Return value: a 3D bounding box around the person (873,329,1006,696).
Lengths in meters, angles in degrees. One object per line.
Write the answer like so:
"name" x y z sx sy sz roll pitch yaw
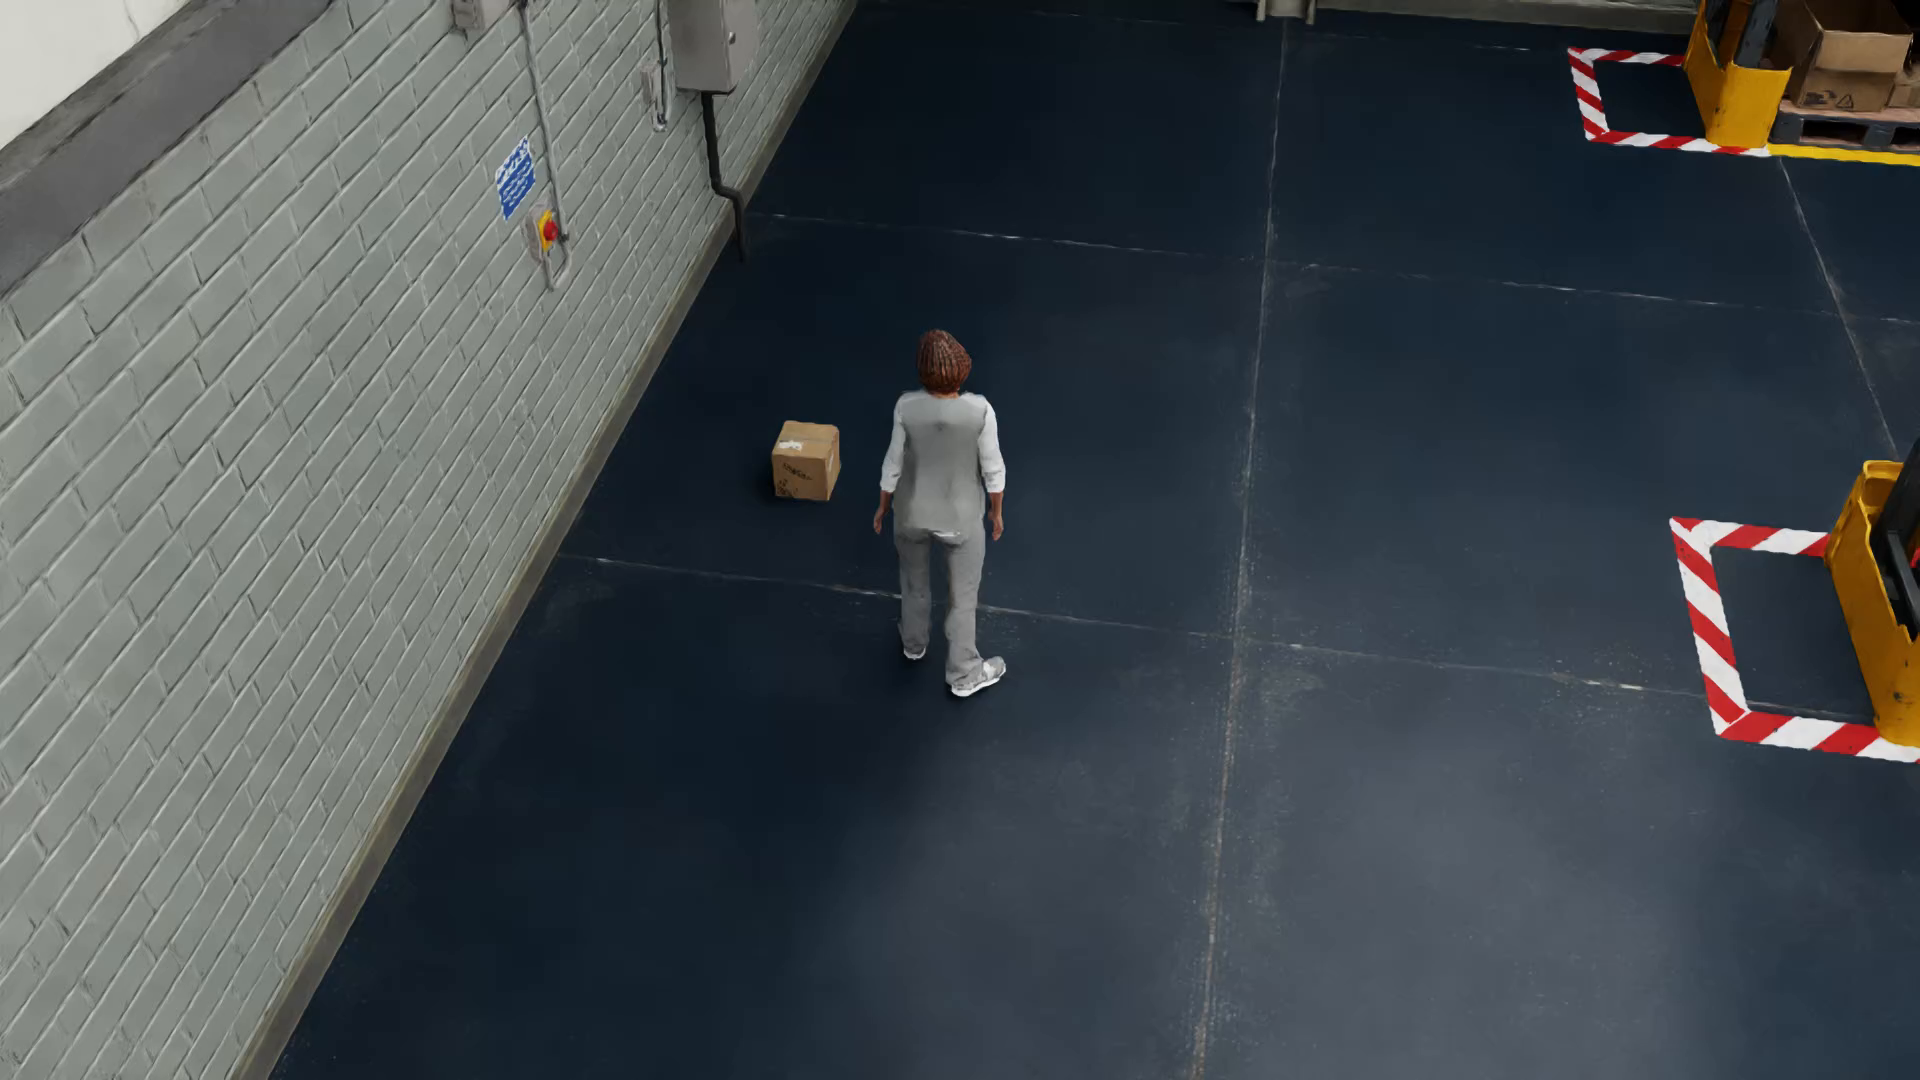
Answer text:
"person" -0.064 -0.118 6.267 0.519 1.593 0.447 6 41 7
